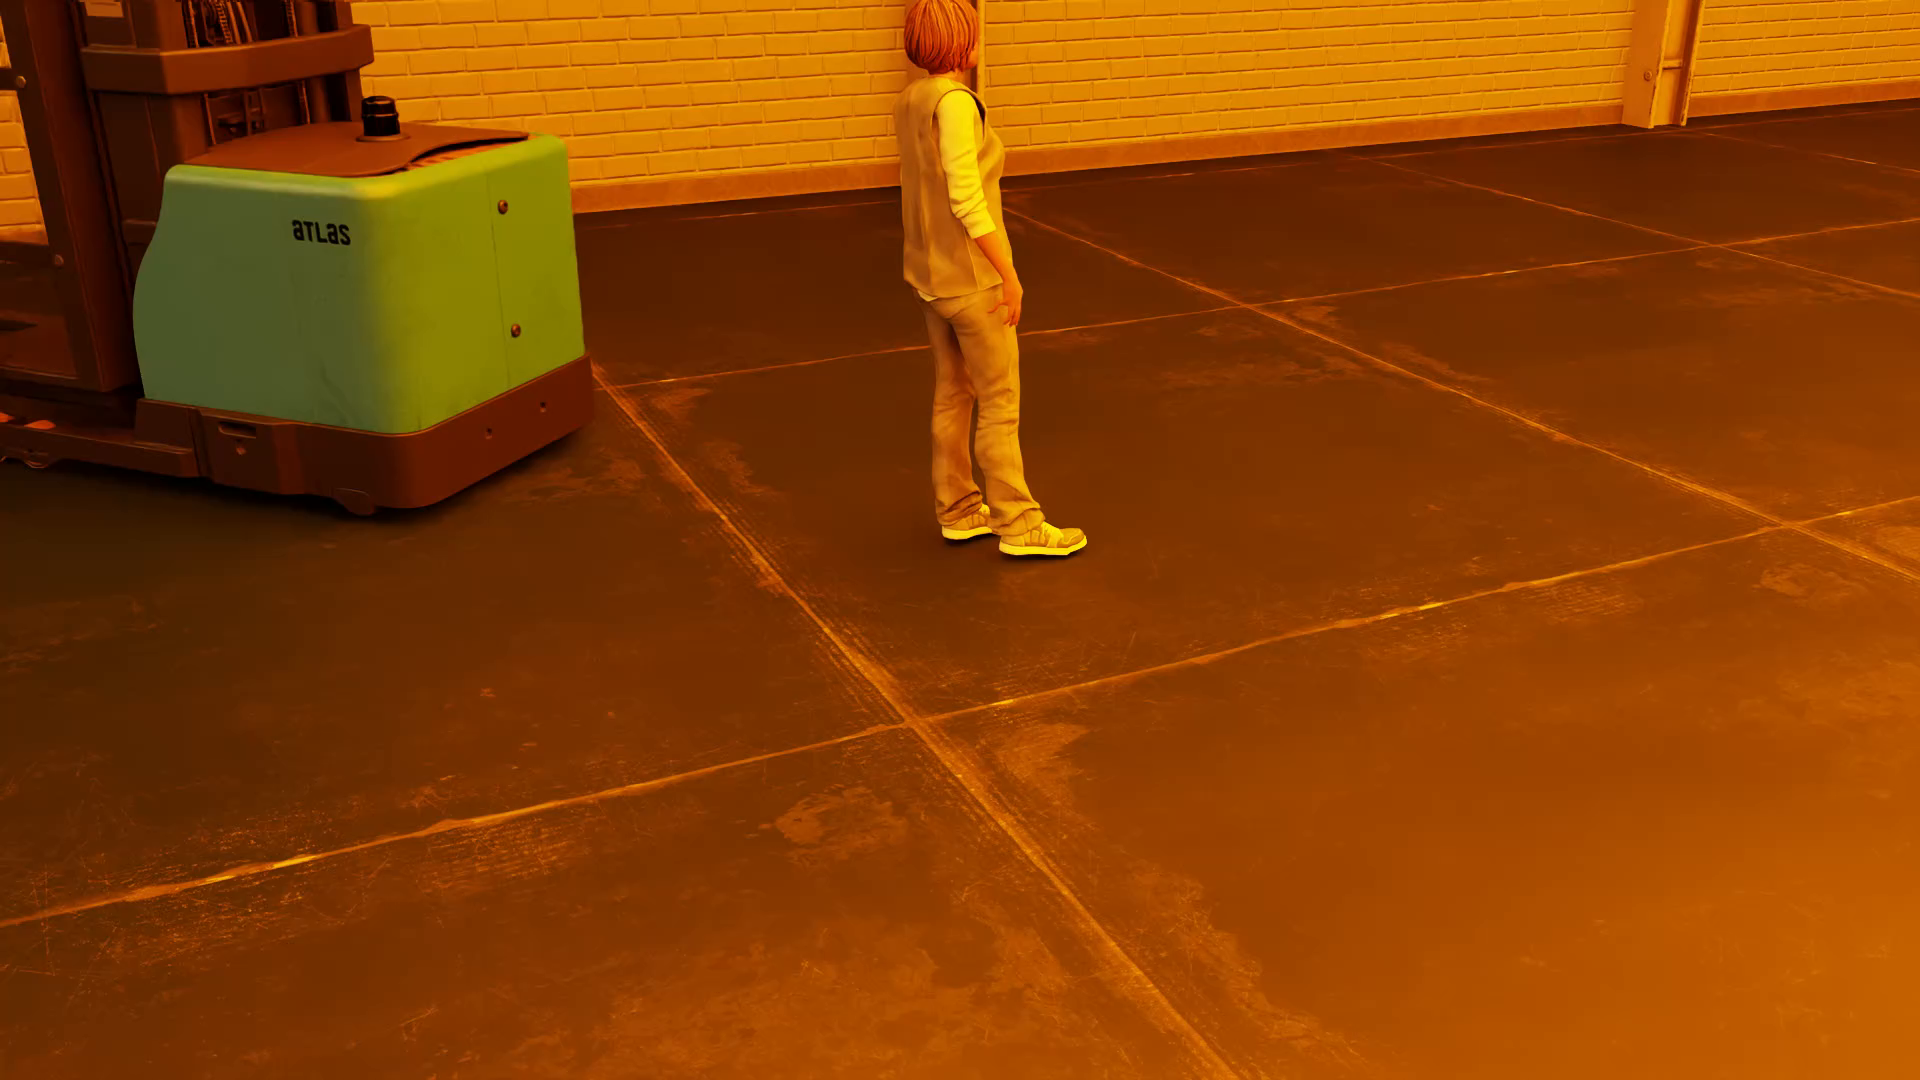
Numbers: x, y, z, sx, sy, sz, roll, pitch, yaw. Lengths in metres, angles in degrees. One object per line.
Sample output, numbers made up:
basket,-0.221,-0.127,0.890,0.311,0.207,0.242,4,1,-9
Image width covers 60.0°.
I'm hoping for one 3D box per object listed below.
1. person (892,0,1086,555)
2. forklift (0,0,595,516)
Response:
person,0.072,-0.751,4.815,0.475,1.596,0.521,-10,25,-23
forklift,-2.879,-1.772,5.553,3.031,2.935,1.130,9,24,20
